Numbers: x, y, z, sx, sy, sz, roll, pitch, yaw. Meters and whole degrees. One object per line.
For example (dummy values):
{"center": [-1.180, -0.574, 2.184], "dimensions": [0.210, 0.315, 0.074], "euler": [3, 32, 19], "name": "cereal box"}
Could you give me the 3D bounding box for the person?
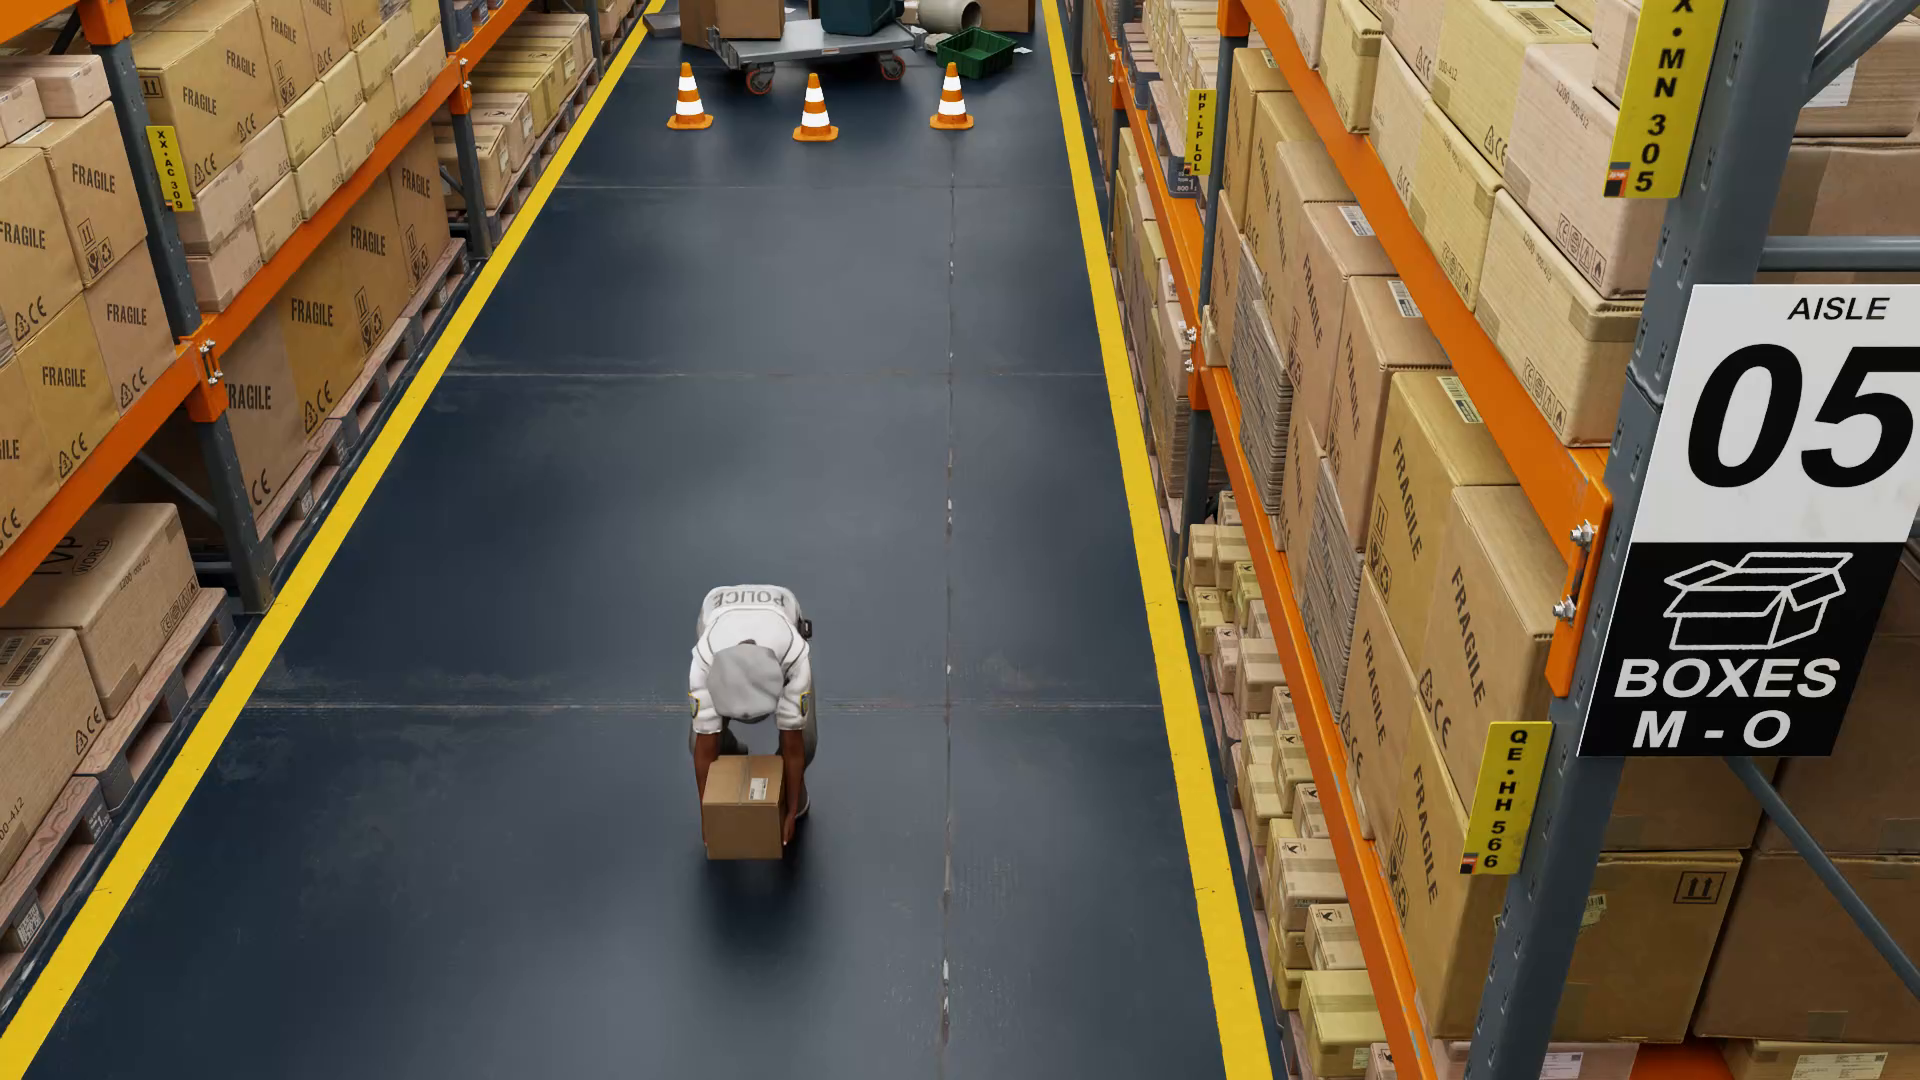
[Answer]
{"center": [-0.730, 0.601, 5.821], "dimensions": [0.457, 0.977, 0.916], "euler": [-1, 32, -2], "name": "person"}
